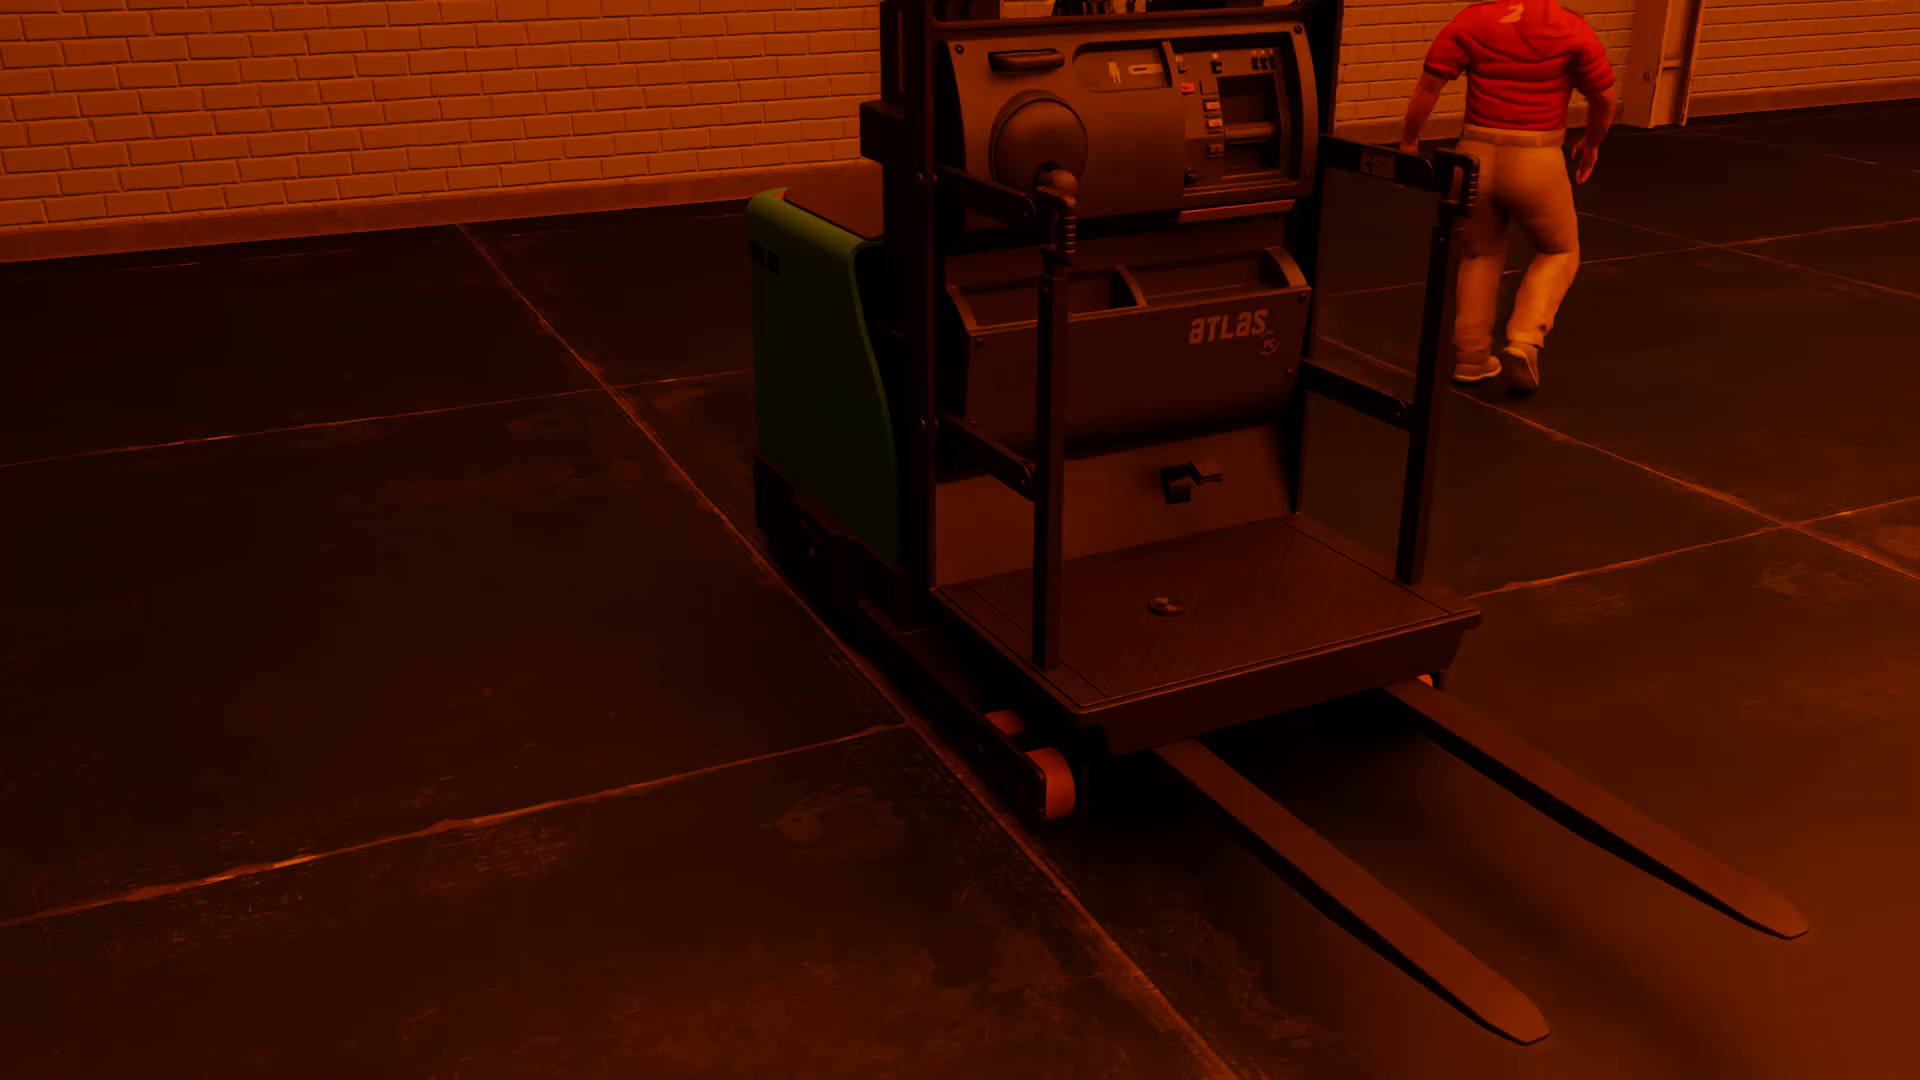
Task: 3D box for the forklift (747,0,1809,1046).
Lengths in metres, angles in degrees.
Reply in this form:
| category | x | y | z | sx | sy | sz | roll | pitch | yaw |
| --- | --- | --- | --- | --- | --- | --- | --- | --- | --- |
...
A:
| category | x | y | z | sx | sy | sz | roll | pitch | yaw |
| --- | --- | --- | --- | --- | --- | --- | --- | --- | --- |
| forklift | 0.500 | -0.930 | 3.526 | 1.130 | 2.935 | 3.031 | -11 | 25 | -25 |

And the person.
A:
| category | x | y | z | sx | sy | sz | roll | pitch | yaw |
| --- | --- | --- | --- | --- | --- | --- | --- | --- | --- |
| person | 2.050 | -1.409 | 6.318 | 0.779 | 1.707 | 0.492 | 16 | 28 | 34 |
